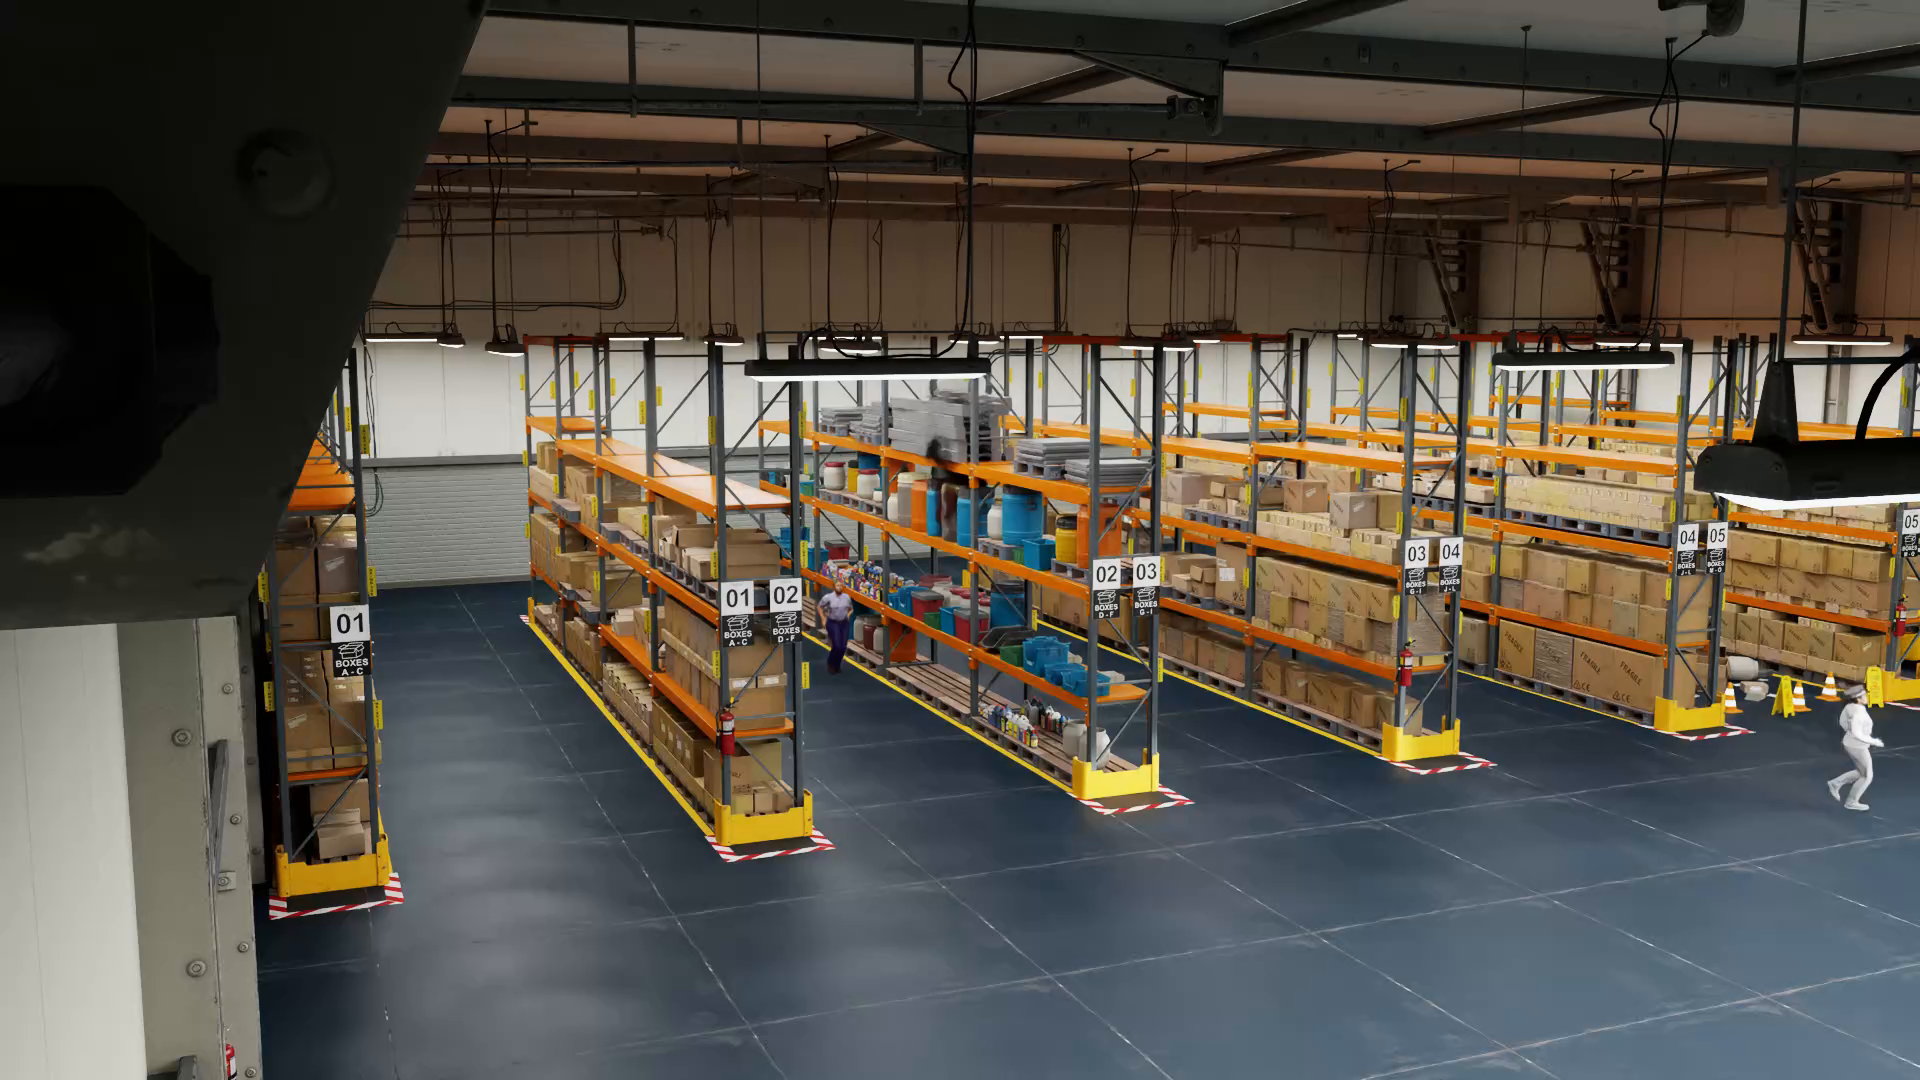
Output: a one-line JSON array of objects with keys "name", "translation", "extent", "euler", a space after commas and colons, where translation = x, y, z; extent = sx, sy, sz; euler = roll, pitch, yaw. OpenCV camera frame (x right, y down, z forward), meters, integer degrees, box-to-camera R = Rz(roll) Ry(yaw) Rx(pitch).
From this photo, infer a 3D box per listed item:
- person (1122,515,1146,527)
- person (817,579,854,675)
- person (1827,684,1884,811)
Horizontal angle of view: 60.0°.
[{"name": "person", "translation": [4.206, -0.024, 41.142], "extent": [0.896, 1.766, 0.726], "euler": [-7, 10, -42]}, {"name": "person", "translation": [-2.072, 1.496, 28.314], "extent": [0.578, 1.647, 0.575], "euler": [-4, 9, -28]}, {"name": "person", "translation": [11.568, 2.668, 21.467], "extent": [0.573, 1.648, 0.612], "euler": [2, 8, 15]}]
